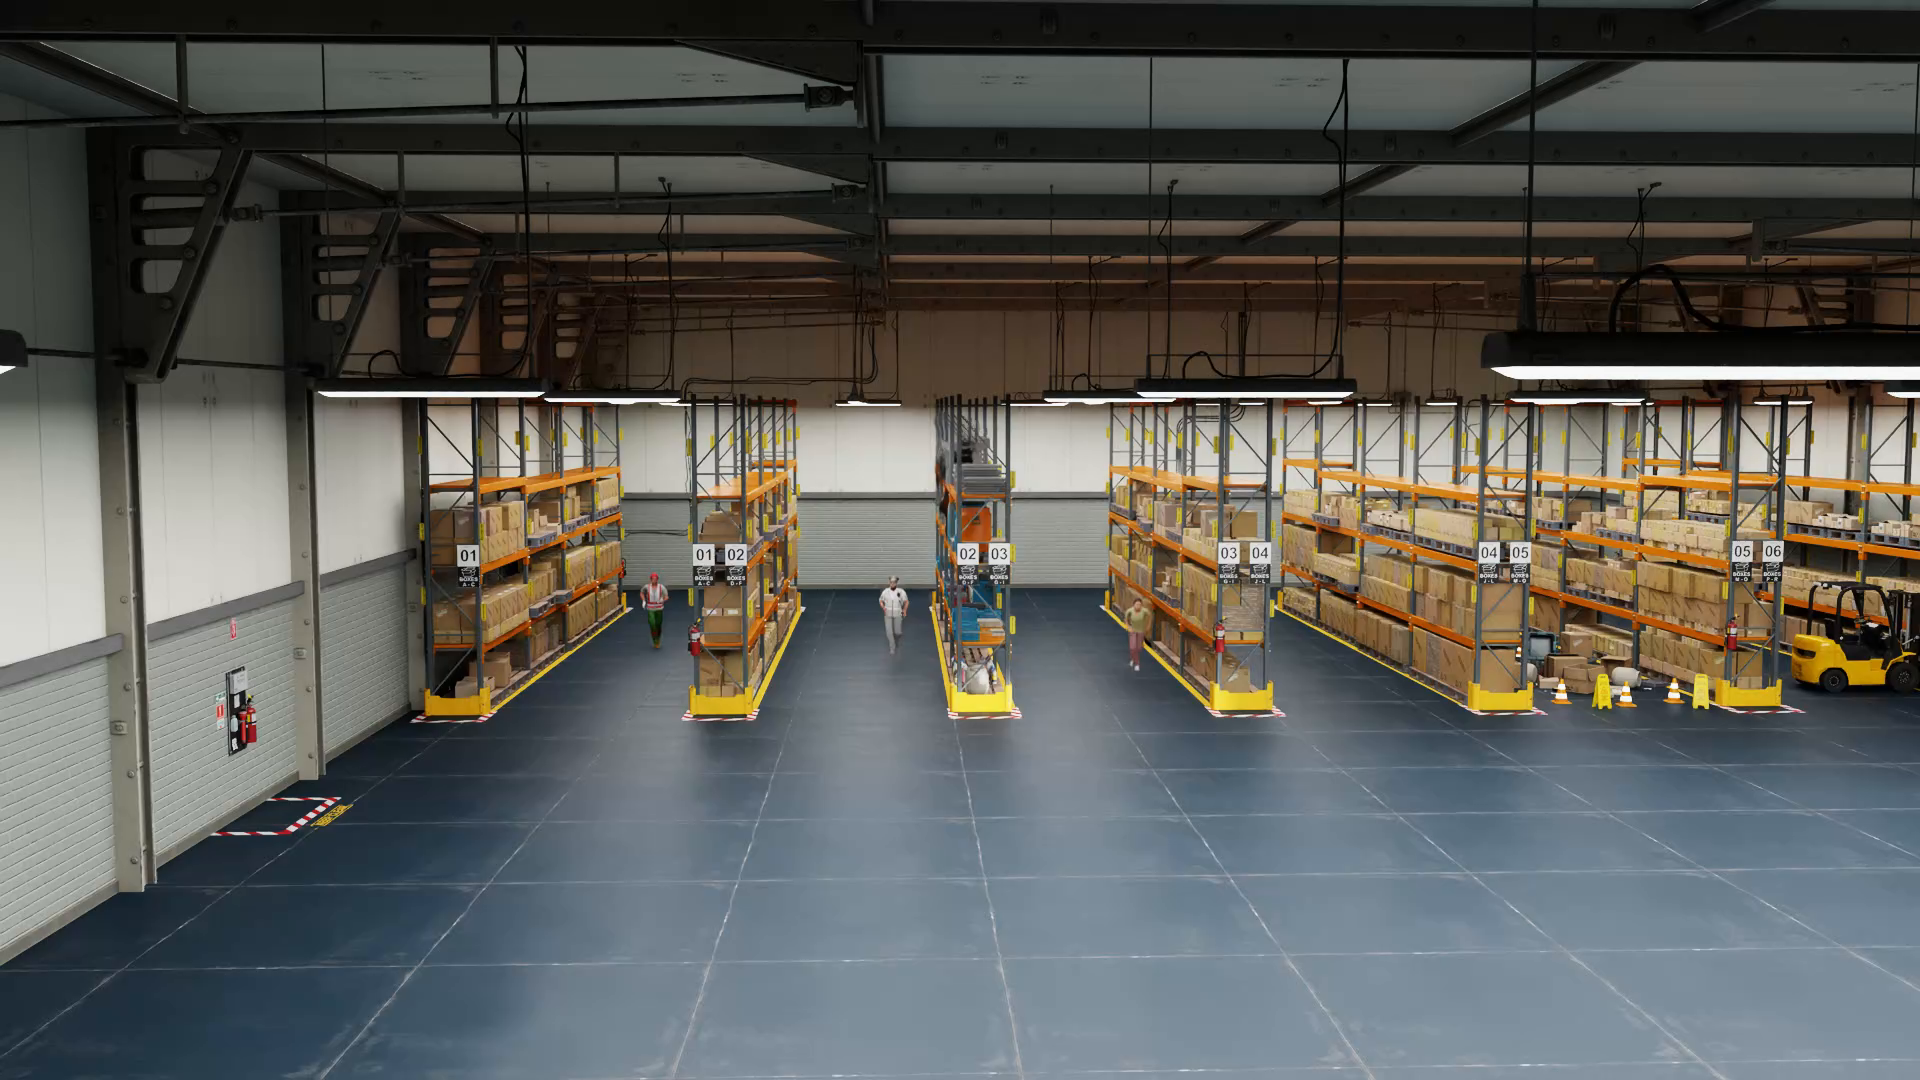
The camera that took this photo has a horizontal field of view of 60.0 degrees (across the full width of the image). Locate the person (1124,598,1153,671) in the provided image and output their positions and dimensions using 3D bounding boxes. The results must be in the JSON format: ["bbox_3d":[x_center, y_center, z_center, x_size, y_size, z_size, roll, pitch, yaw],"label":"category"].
[{"bbox_3d":[3.724,1.954,34.784,0.601,1.555,0.741,0,4,2],"label":"person"}]

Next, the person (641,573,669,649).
[{"bbox_3d":[-7.333,1.677,39.959,0.663,1.787,0.902,-1,5,-11],"label":"person"}]

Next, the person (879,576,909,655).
[{"bbox_3d":[-1.478,1.663,36.952,0.665,1.757,0.603,0,5,3],"label":"person"}]

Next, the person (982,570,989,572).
[{"bbox_3d":[0.703,1.141,48.319,0.684,1.710,0.556,1,5,12],"label":"person"}]
